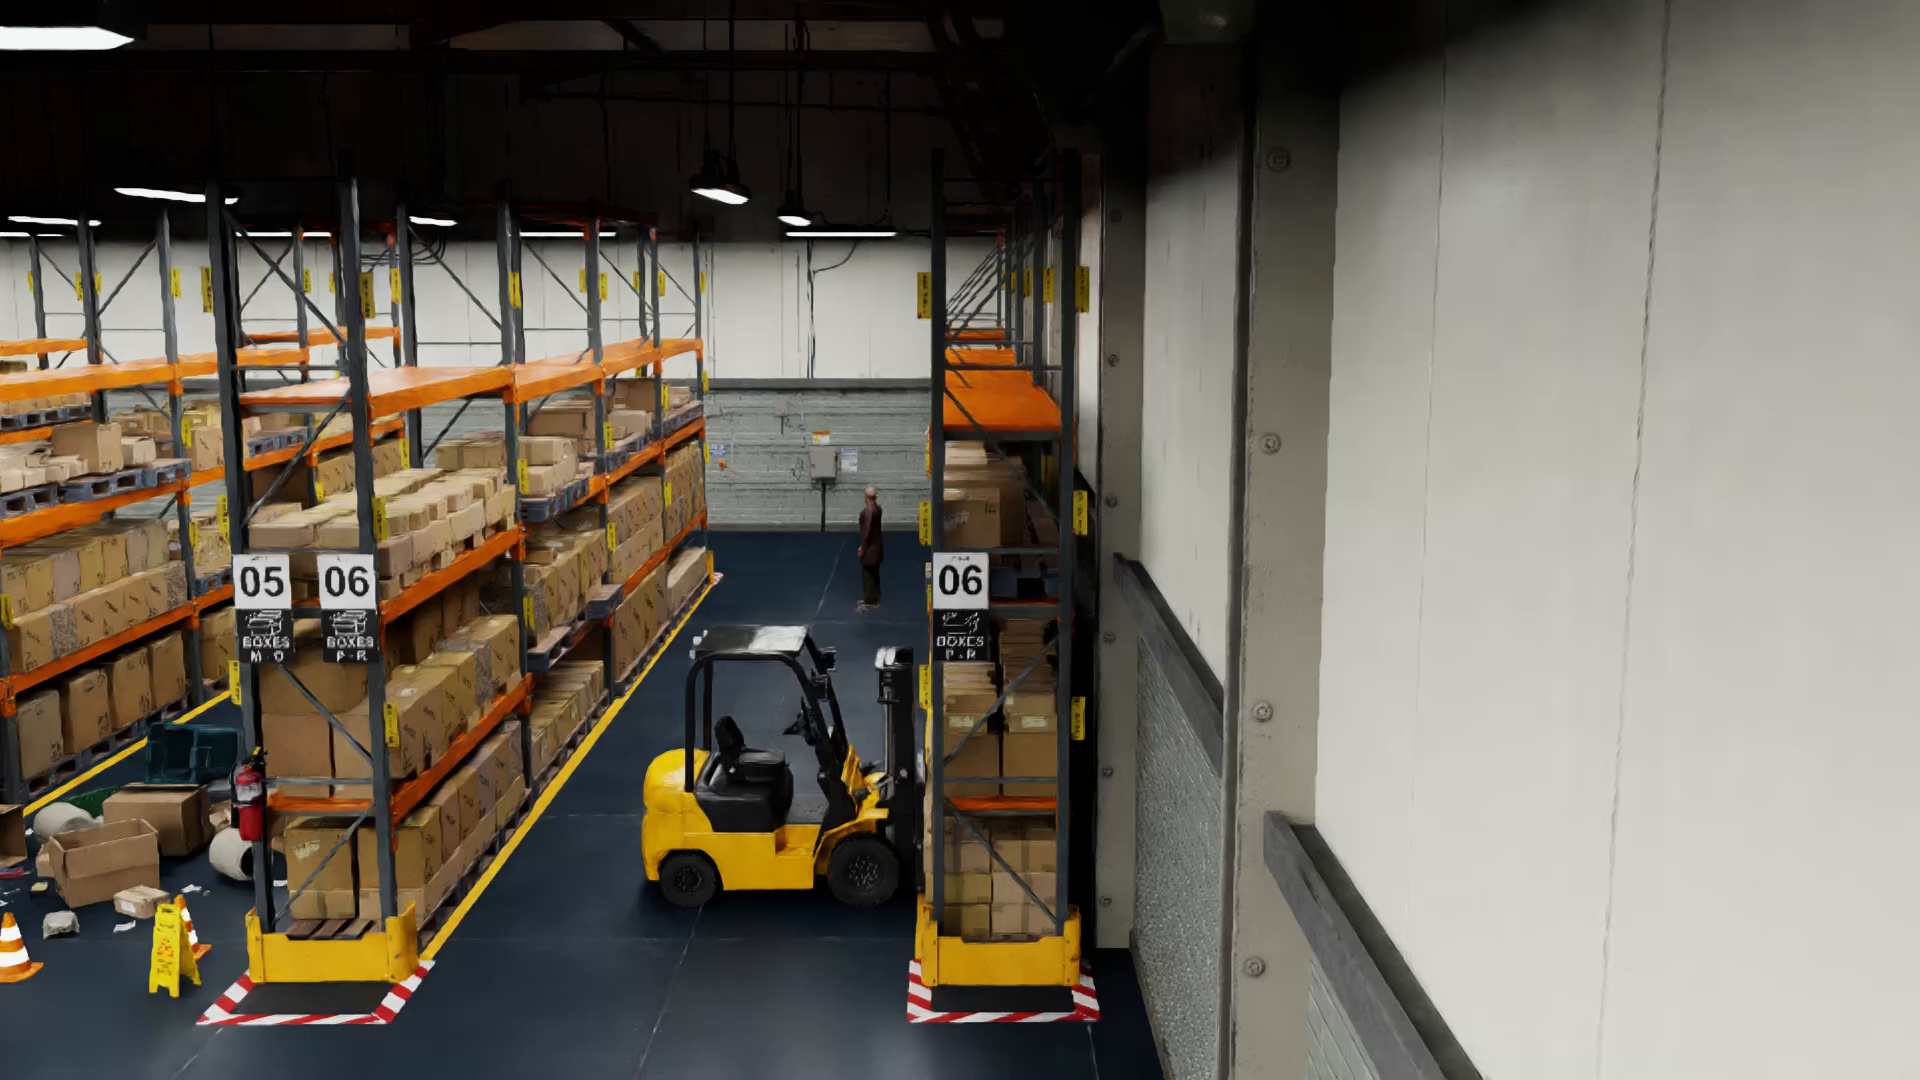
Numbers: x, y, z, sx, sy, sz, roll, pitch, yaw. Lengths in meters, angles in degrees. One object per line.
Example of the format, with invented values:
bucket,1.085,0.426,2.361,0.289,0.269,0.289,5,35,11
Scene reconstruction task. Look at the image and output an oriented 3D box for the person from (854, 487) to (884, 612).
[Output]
person,-1.341,0.219,24.380,0.428,1.630,0.625,2,9,14
